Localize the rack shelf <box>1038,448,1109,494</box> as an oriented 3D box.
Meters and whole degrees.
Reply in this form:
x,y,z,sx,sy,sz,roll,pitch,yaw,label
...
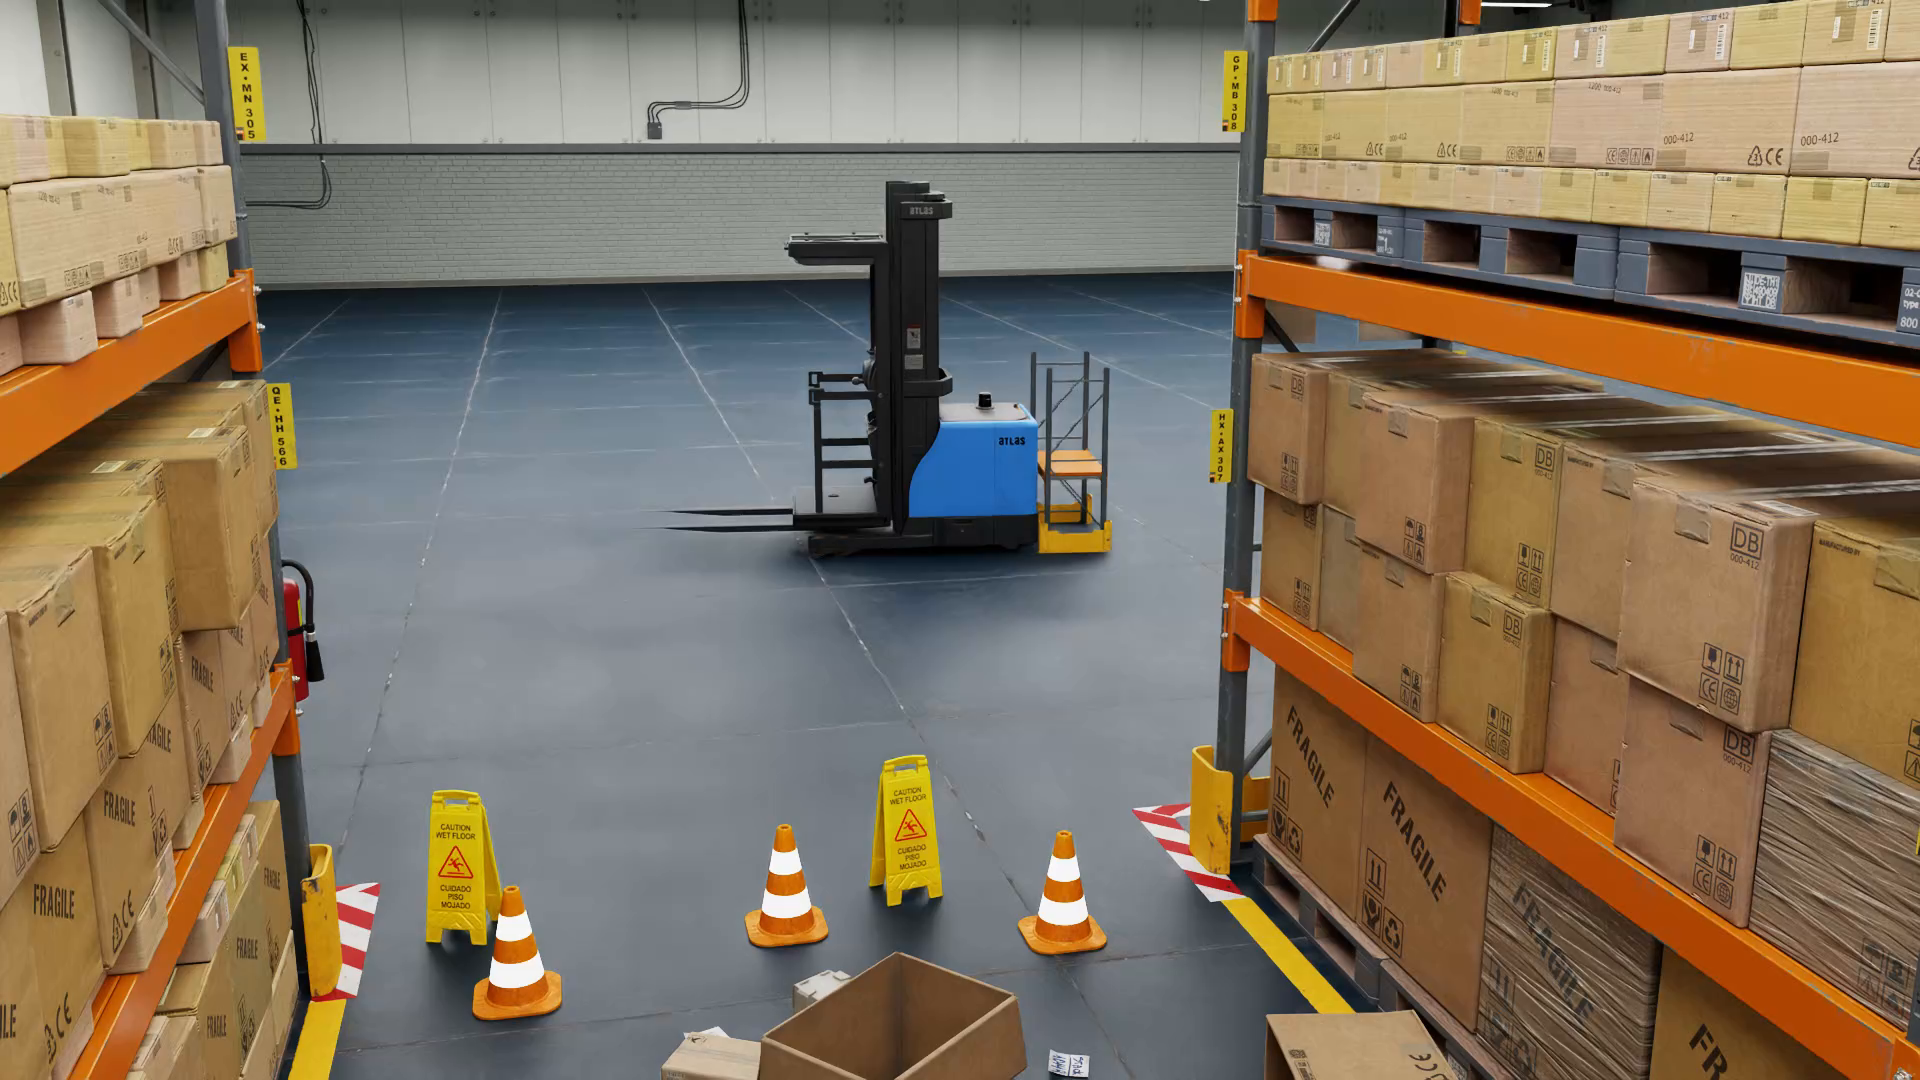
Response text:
x,y,z,sx,sy,sz,roll,pitch,yaw,label
0.894,-0.581,13.902,0.538,0.185,1.000,-1,14,-5,rack shelf

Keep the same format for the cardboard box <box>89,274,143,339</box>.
x,y,z,sx,sy,sz,roll,pitch,yaw,label
-2.339,-0.601,4.274,0.380,0.149,0.250,-3,14,-14,cardboard box

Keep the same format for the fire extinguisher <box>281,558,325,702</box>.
x,y,z,sx,sy,sz,roll,pitch,yaw,label
-2.678,0.302,6.536,0.296,0.674,0.183,-3,14,-13,fire extinguisher

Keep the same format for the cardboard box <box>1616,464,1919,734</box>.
x,y,z,sx,sy,sz,roll,pitch,yaw,label
2.333,0.135,4.464,0.875,0.550,0.550,-3,14,-13,cardboard box

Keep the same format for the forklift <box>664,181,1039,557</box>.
x,y,z,sx,sy,sz,roll,pitch,yaw,label
-0.906,-1.417,13.550,3.031,2.935,1.130,-1,14,-5,forklift

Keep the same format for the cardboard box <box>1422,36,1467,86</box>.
x,y,z,sx,sy,sz,roll,pitch,yaw,label
1.755,-1.570,5.467,0.380,0.149,0.250,-3,14,-14,cardboard box

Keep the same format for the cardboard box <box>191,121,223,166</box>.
x,y,z,sx,sy,sz,roll,pitch,yaw,label
-2.732,-1.345,5.640,0.380,0.149,0.250,-3,14,-13,cardboard box

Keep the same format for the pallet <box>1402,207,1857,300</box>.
x,y,z,sx,sy,sz,roll,pitch,yaw,label
2.163,-0.945,5.340,1.003,0.211,1.213,-3,14,-13,pallet

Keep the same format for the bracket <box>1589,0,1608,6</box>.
x,y,z,sx,sy,sz,roll,pitch,yaw,label
14.690,-12.419,38.216,0.235,0.232,0.430,-3,14,-13,bracket

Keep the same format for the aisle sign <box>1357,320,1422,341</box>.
x,y,z,sx,sy,sz,roll,pitch,yaw,label
1.964,-1.279,7.365,0.394,0.787,0.004,-3,14,-13,aisle sign

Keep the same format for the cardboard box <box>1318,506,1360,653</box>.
x,y,z,sx,sy,sz,roll,pitch,yaw,label
1.970,0.153,6.666,0.875,0.550,0.550,-3,14,-13,cardboard box

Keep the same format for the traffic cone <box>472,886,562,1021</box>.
x,y,z,sx,sy,sz,roll,pitch,yaw,label
-1.744,1.576,6.503,0.336,0.463,0.334,-3,14,-13,traffic cone

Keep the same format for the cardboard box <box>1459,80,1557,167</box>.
x,y,z,sx,sy,sz,roll,pitch,yaw,label
1.909,-1.290,5.159,0.500,0.250,0.500,-3,14,-13,cardboard box

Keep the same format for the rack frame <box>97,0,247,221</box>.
x,y,z,sx,sy,sz,roll,pitch,yaw,label
-3.099,-2.598,5.601,1.000,3.000,0.127,-3,14,-13,rack frame

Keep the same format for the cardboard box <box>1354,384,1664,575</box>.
x,y,z,sx,sy,sz,roll,pitch,yaw,label
1.957,-0.234,5.975,0.875,0.550,0.550,-3,14,-13,cardboard box

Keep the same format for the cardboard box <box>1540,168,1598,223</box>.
x,y,z,sx,sy,sz,roll,pitch,yaw,label
1.931,-1.008,4.847,0.380,0.149,0.250,-3,14,-14,cardboard box

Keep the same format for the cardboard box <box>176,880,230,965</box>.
x,y,z,sx,sy,sz,roll,pitch,yaw,label
-2.390,1.139,4.908,0.380,0.149,0.250,-3,14,-11,cardboard box

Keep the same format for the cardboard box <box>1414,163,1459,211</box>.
x,y,z,sx,sy,sz,roll,pitch,yaw,label
1.754,-1.183,5.562,0.380,0.149,0.250,-3,14,-14,cardboard box

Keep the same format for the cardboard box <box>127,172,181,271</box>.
x,y,z,sx,sy,sz,roll,pitch,yaw,label
-2.473,-0.874,4.554,0.500,0.250,0.500,-3,14,-12,cardboard box

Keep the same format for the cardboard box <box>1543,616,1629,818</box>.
x,y,z,sx,sy,sz,roll,pitch,yaw,label
2.367,0.526,5.140,0.875,0.550,0.550,-3,14,-13,cardboard box

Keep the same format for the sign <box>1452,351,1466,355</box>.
x,y,z,sx,sy,sz,roll,pitch,yaw,label
2.220,-0.688,7.483,0.100,0.325,0.005,-3,14,-13,sign

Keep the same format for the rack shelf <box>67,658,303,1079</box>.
x,y,z,sx,sy,sz,roll,pitch,yaw,label
-2.629,1.127,4.510,1.077,0.370,4.000,-3,14,-13,rack shelf

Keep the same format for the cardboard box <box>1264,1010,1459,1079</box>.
x,y,z,sx,sy,sz,roll,pitch,yaw,label
1.266,1.852,5.289,0.500,0.500,0.500,-1,14,-3,cardboard box

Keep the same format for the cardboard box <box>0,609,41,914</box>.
x,y,z,sx,sy,sz,roll,pitch,yaw,label
-2.052,0.446,2.835,0.700,0.500,0.500,-3,14,-14,cardboard box

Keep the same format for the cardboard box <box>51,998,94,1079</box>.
x,y,z,sx,sy,sz,roll,pitch,yaw,label
-2.148,1.096,3.649,0.380,0.149,0.250,-3,14,-11,cardboard box

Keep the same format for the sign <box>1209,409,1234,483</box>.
x,y,z,sx,sy,sz,roll,pitch,yaw,label
1.148,-0.413,7.305,0.100,0.325,0.005,-3,14,-13,sign

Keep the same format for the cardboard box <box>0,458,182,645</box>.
x,y,z,sx,sy,sz,roll,pitch,yaw,label
-2.453,0.095,4.274,0.700,0.500,0.500,-3,14,-14,cardboard box

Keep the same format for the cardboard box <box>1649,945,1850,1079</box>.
x,y,z,sx,sy,sz,roll,pitch,yaw,label
2.549,1.619,4.573,0.875,0.875,0.875,-3,14,-12,cardboard box

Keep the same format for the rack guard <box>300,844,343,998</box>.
x,y,z,sx,sy,sz,roll,pitch,yaw,label
-3.081,1.548,6.538,1.175,0.500,0.348,-3,14,-13,rack guard

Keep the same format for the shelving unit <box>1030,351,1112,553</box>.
x,y,z,sx,sy,sz,roll,pitch,yaw,label
0.895,-0.754,13.850,0.587,1.500,1.083,-1,14,-5,shelving unit

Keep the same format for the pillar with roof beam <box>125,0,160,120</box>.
x,y,z,sx,sy,sz,roll,pitch,yaw,label
-11.497,-9.271,32.912,9.100,9.000,0.400,-3,14,-13,pillar with roof beam

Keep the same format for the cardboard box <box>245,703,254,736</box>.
x,y,z,sx,sy,sz,roll,pitch,yaw,label
-2.596,0.625,5.578,0.380,0.149,0.250,-4,14,-14,cardboard box

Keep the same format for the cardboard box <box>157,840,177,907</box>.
x,y,z,sx,sy,sz,roll,pitch,yaw,label
-2.299,0.918,4.378,0.380,0.149,0.250,-3,14,-13,cardboard box

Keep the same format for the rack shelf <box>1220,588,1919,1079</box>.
x,y,z,sx,sy,sz,roll,pitch,yaw,label
2.159,0.828,5.735,1.077,0.370,4.000,-3,14,-13,rack shelf

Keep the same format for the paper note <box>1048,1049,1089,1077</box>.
x,y,z,sx,sy,sz,roll,pitch,yaw,label
0.397,1.907,6.062,0.144,0.017,0.142,2,14,6,paper note

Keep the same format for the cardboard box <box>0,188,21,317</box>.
x,y,z,sx,sy,sz,roll,pitch,yaw,label
-2.127,-0.525,3.126,0.500,0.250,0.500,-3,14,-14,cardboard box

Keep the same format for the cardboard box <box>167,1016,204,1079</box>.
x,y,z,sx,sy,sz,roll,pitch,yaw,label
-2.293,1.613,4.335,0.500,0.500,0.500,-3,14,-10,cardboard box

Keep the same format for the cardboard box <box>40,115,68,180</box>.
x,y,z,sx,sy,sz,roll,pitch,yaw,label
-2.362,-0.929,3.936,0.380,0.149,0.250,-3,14,-12,cardboard box

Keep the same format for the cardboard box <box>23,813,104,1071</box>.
x,y,z,sx,sy,sz,roll,pitch,yaw,label
-2.132,0.814,3.437,0.500,0.500,0.500,-3,14,-13,cardboard box

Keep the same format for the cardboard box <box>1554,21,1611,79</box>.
x,y,z,sx,sy,sz,roll,pitch,yaw,label
1.937,-1.393,4.743,0.380,0.149,0.250,-3,14,-14,cardboard box

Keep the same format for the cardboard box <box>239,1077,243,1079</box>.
x,y,z,sx,sy,sz,roll,pitch,yaw,label
-2.405,1.860,4.904,0.500,0.250,0.500,-4,14,-15,cardboard box

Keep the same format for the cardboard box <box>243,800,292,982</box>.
x,y,z,sx,sy,sz,roll,pitch,yaw,label
-2.657,1.254,5.804,0.500,0.500,0.500,-3,14,-13,cardboard box

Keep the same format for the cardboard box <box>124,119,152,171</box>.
x,y,z,sx,sy,sz,roll,pitch,yaw,label
-2.622,-1.164,4.900,0.380,0.149,0.250,-3,14,-13,cardboard box

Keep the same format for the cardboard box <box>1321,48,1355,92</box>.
x,y,z,sx,sy,sz,roll,pitch,yaw,label
1.576,-1.747,6.189,0.380,0.149,0.250,-3,14,-14,cardboard box

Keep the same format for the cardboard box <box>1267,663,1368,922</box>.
x,y,z,sx,sy,sz,roll,pitch,yaw,label
1.912,0.998,7.115,0.875,0.875,0.875,-3,14,-13,cardboard box

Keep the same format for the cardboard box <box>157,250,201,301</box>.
x,y,z,sx,sy,sz,roll,pitch,yaw,label
-2.624,-0.834,5.228,0.380,0.149,0.250,-3,14,-11,cardboard box

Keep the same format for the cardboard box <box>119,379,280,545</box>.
x,y,z,sx,sy,sz,roll,pitch,yaw,label
-2.767,-0.257,5.715,0.700,0.500,0.500,-4,14,-15,cardboard box

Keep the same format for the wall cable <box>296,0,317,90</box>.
x,y,z,sx,sy,sz,roll,pitch,yaw,label
-12.458,-10.880,35.400,3.097,2.526,0.112,-3,14,-13,wall cable

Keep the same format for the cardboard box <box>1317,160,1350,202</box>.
x,y,z,sx,sy,sz,roll,pitch,yaw,label
1.577,-1.357,6.276,0.380,0.149,0.250,-3,14,-13,cardboard box

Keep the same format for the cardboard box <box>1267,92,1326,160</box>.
x,y,z,sx,sy,sz,roll,pitch,yaw,label
1.553,-1.639,6.589,0.500,0.250,0.500,-3,14,-13,cardboard box

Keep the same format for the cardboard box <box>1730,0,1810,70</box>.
x,y,z,sx,sy,sz,roll,pitch,yaw,label
2.115,-1.218,4.027,0.380,0.149,0.250,-3,14,-13,cardboard box

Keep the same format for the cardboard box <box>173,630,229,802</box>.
x,y,z,sx,sy,sz,roll,pitch,yaw,label
-2.476,0.464,4.869,0.500,0.500,0.500,-3,14,-13,cardboard box

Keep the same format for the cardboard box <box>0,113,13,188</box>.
x,y,z,sx,sy,sz,roll,pitch,yaw,label
-2.095,-0.756,3.232,0.380,0.149,0.250,-3,14,-14,cardboard box

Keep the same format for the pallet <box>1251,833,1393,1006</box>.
x,y,z,sx,sy,sz,roll,pitch,yaw,label
1.953,1.552,7.132,1.003,0.211,1.213,-3,14,-13,pallet

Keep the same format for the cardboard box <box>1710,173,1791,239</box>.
x,y,z,sx,sy,sz,roll,pitch,yaw,label
2.110,-0.832,4.126,0.380,0.149,0.250,-3,14,-12,cardboard box

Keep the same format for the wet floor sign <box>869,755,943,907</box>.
x,y,z,sx,sy,sz,roll,pitch,yaw,label
-0.243,1.264,7.393,0.267,0.644,0.232,-6,15,-23,wet floor sign

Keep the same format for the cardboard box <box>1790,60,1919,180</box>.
x,y,z,sx,sy,sz,roll,pitch,yaw,label
2.263,-0.941,3.732,0.500,0.250,0.500,-3,14,-14,cardboard box
